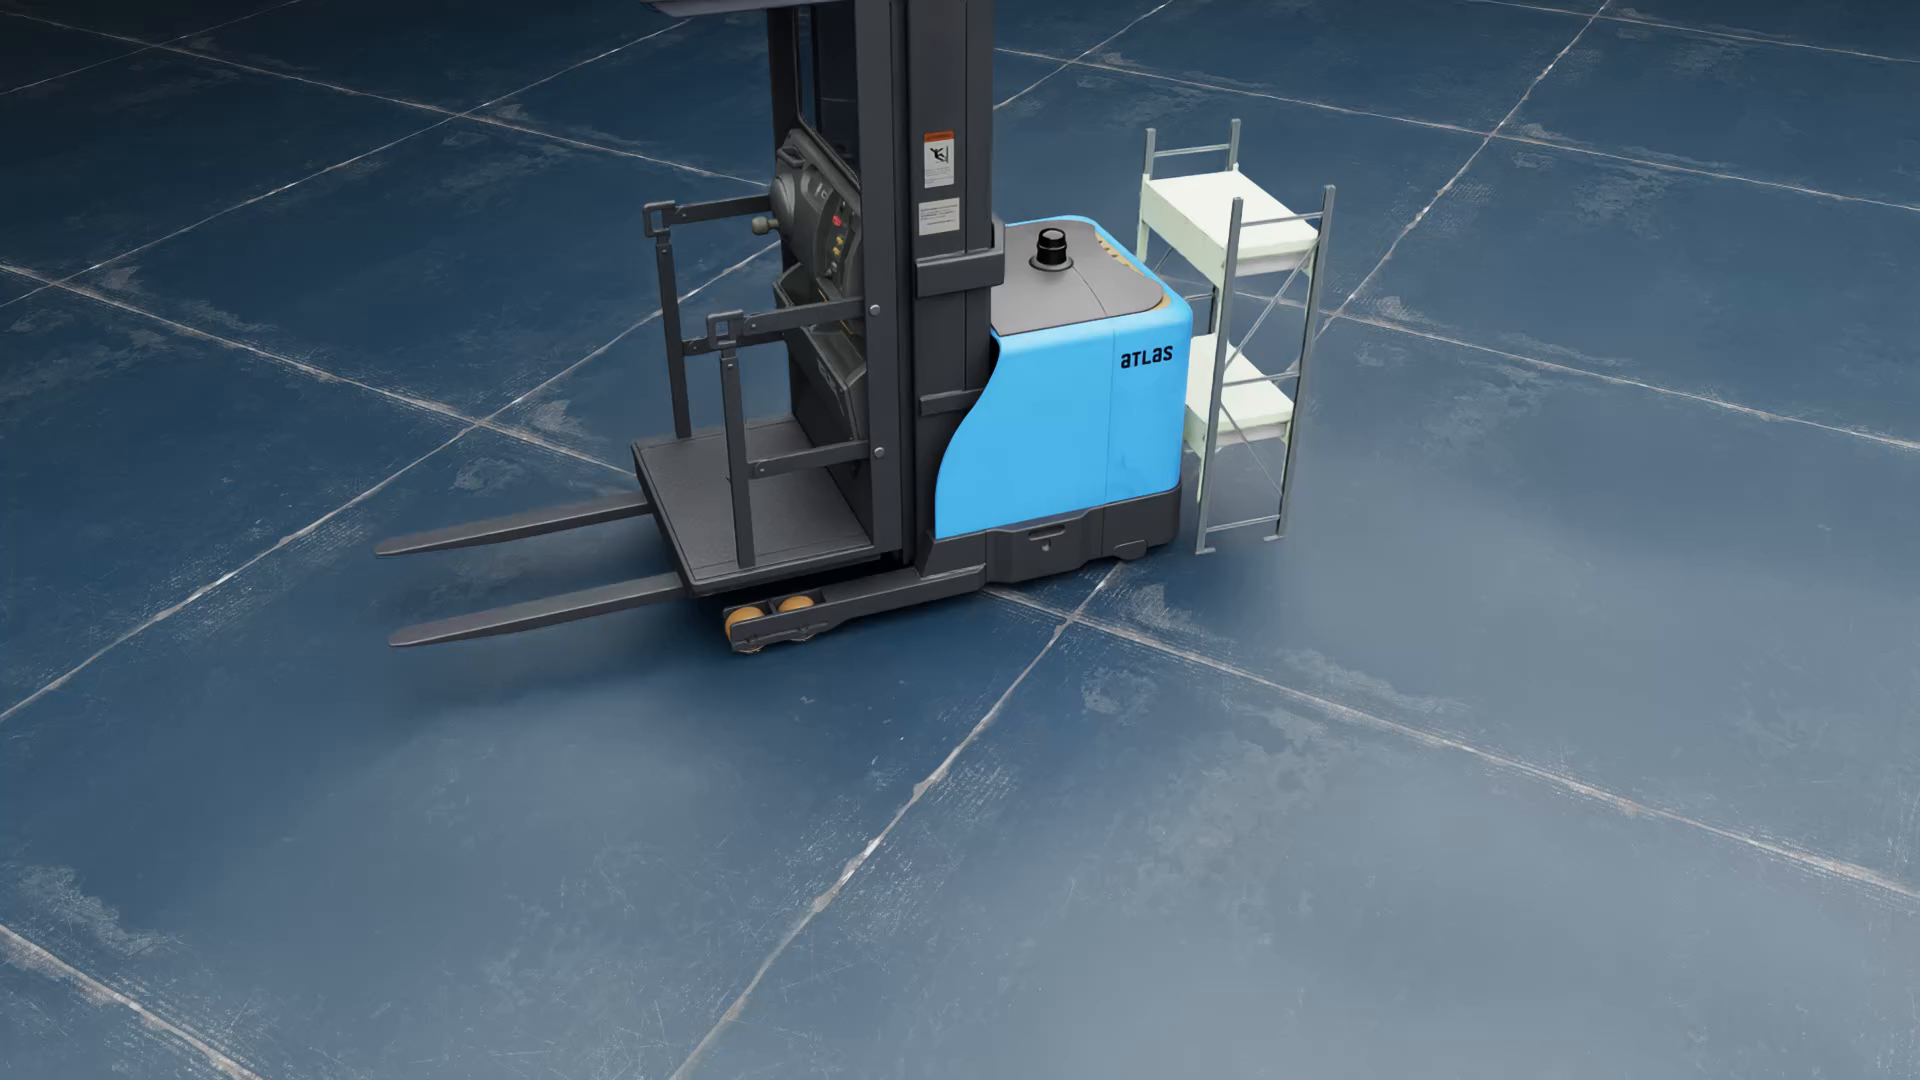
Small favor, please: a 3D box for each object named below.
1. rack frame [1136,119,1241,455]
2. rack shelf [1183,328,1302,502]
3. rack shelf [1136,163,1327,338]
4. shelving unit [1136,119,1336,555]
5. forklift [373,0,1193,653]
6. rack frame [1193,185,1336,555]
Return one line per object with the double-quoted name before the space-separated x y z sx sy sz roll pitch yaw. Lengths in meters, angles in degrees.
"rack frame" 0.897 -0.988 6.874 0.400 1.500 0.023 -10 35 -16
"rack shelf" 1.013 -0.524 6.766 0.431 0.370 0.720 -10 35 -16
"rack shelf" 1.023 -1.122 6.372 0.431 0.370 0.720 -10 35 -16
"shelving unit" 1.017 -0.796 6.586 0.431 1.500 0.755 -10 35 -16
"forklift" -0.695 -1.138 5.814 3.031 2.935 1.130 -12 35 -17
"rack frame" 1.138 -0.605 6.299 0.400 1.500 0.023 -10 35 -16
